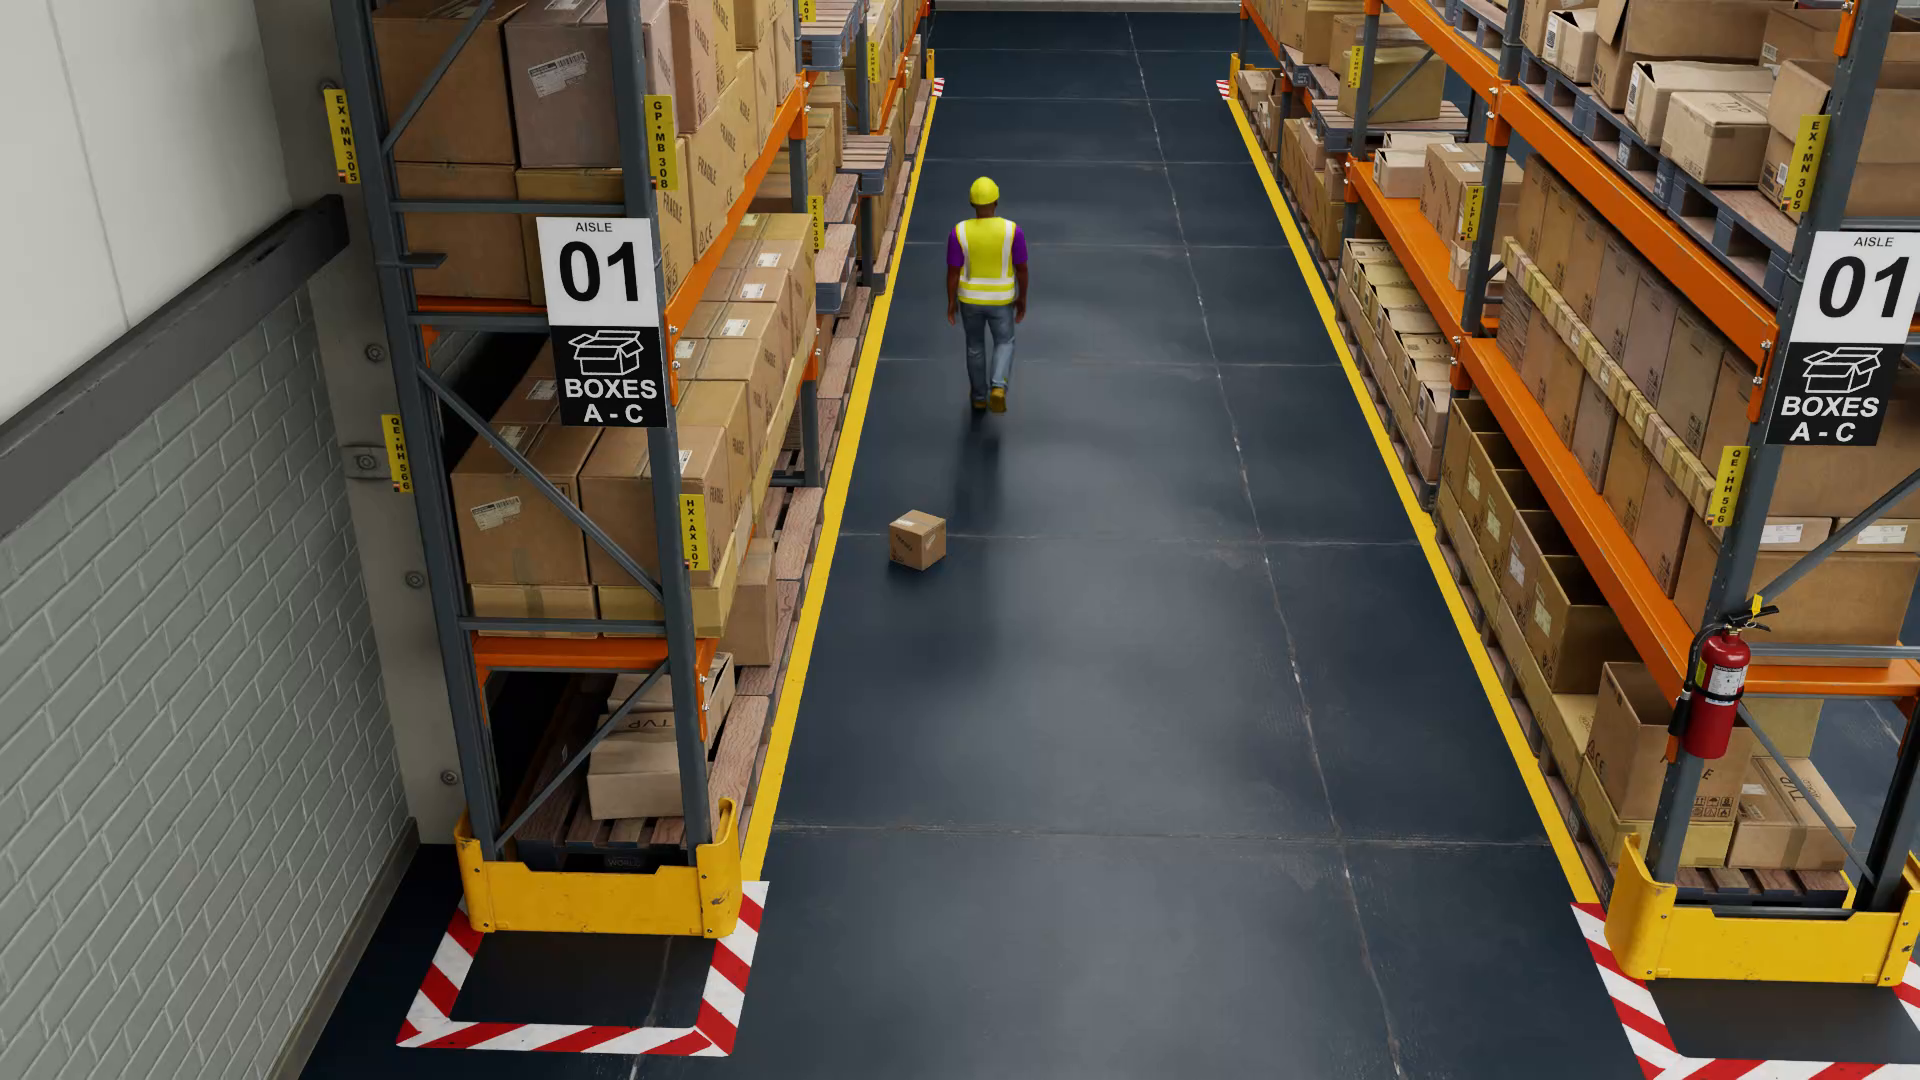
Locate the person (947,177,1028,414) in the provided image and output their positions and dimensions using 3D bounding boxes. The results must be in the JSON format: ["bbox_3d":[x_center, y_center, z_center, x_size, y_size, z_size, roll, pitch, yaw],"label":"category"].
[{"bbox_3d":[0.195,-1.711,11.811,0.575,1.751,0.734,1,28,1],"label":"person"}]
